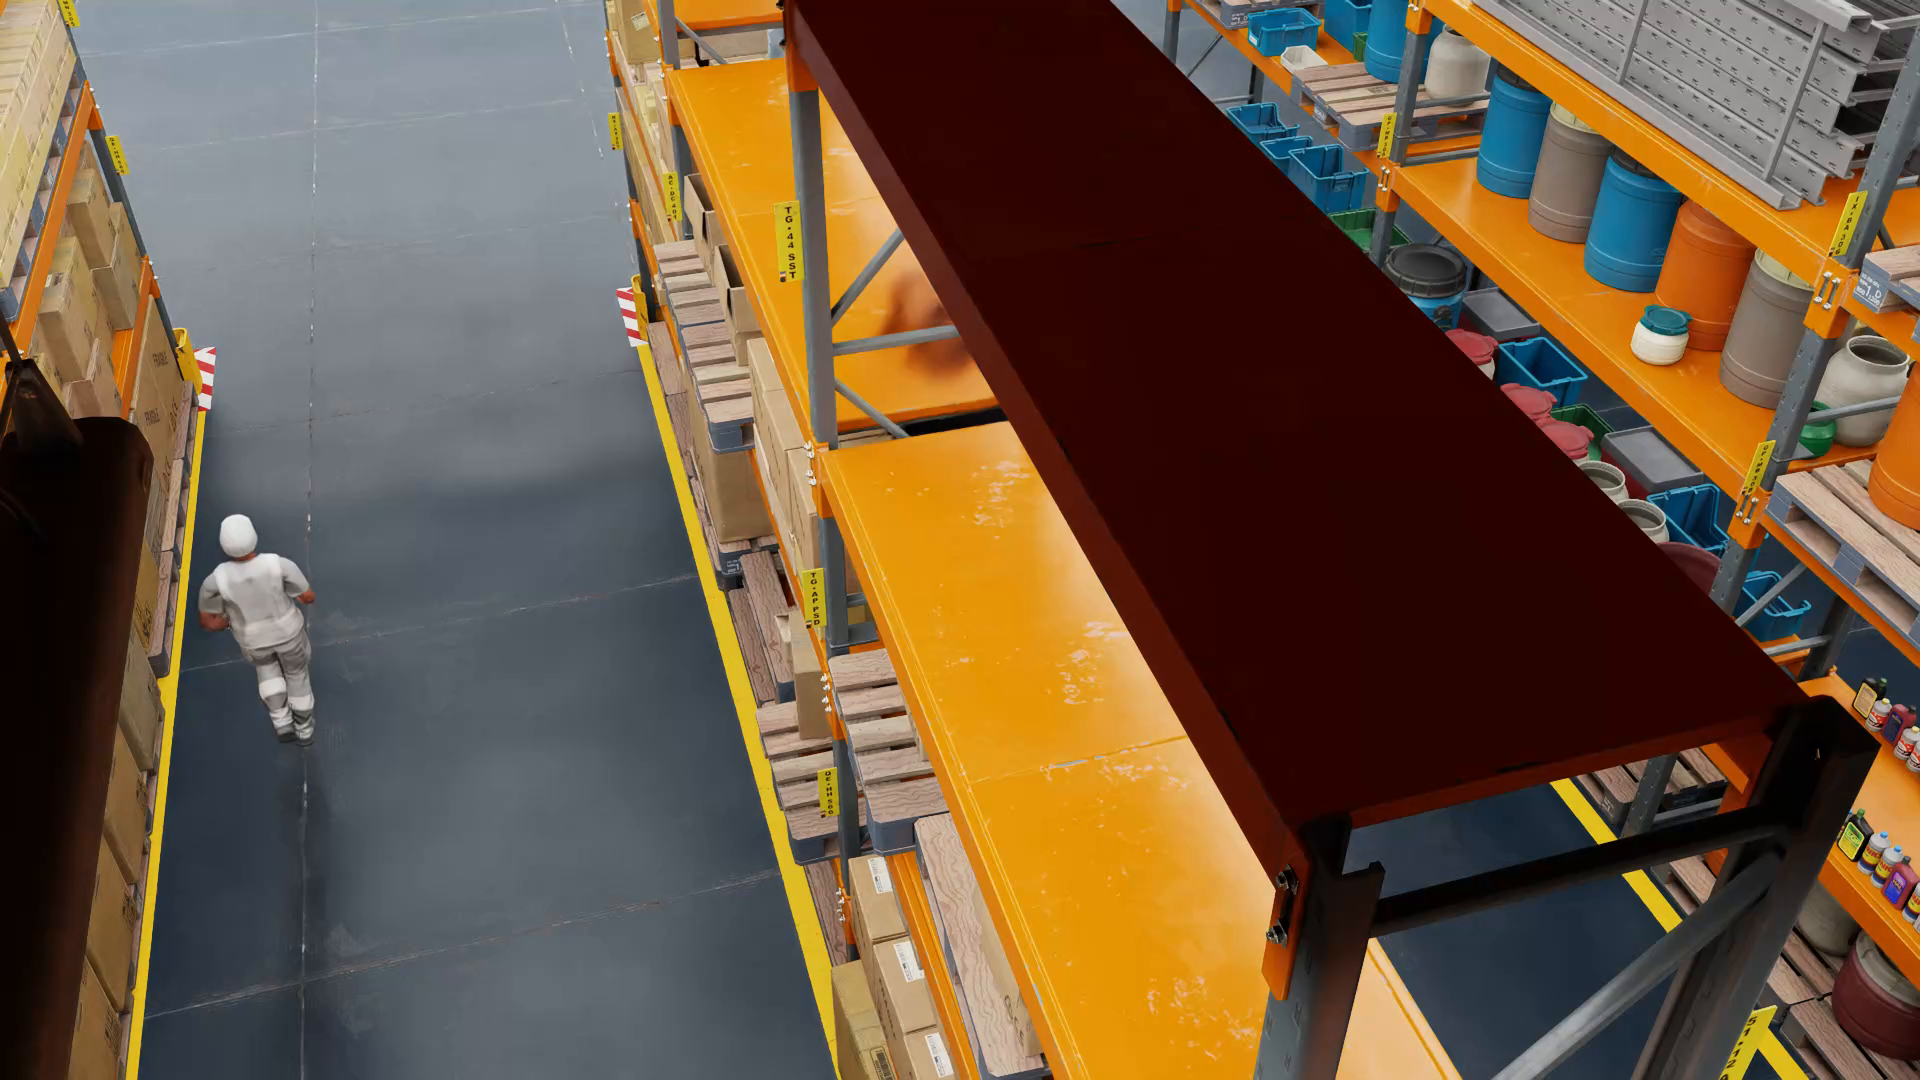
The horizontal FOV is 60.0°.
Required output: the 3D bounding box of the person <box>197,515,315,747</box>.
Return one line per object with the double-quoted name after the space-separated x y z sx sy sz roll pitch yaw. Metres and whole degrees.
-4.274 0.534 10.275 0.649 1.758 0.565 -12 40 -15 "person"
